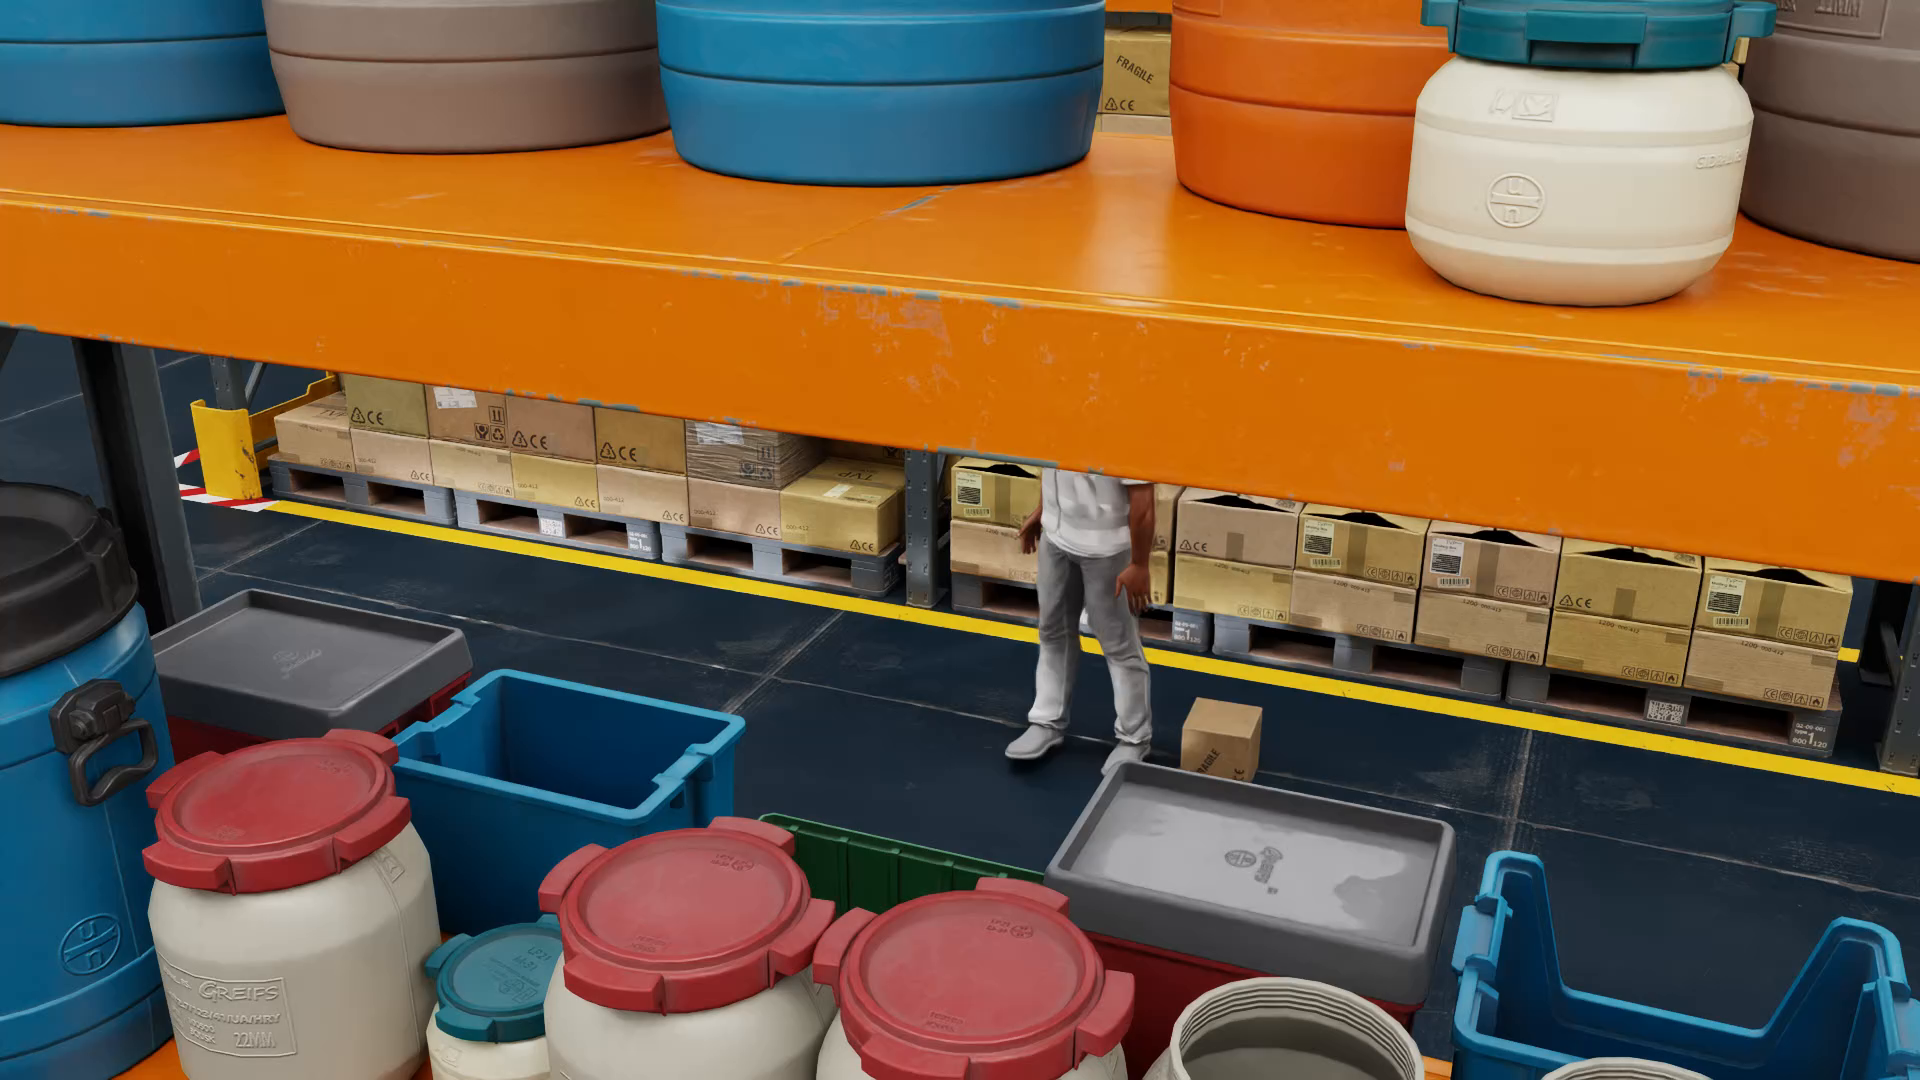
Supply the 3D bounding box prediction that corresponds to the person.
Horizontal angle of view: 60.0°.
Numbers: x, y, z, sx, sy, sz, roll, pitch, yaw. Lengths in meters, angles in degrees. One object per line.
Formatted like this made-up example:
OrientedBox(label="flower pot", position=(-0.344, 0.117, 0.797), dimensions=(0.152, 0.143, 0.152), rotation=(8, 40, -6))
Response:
OrientedBox(label="person", position=(0.434, 0.005, 5.996), dimensions=(0.531, 1.768, 0.668), rotation=(-13, 26, -29))
